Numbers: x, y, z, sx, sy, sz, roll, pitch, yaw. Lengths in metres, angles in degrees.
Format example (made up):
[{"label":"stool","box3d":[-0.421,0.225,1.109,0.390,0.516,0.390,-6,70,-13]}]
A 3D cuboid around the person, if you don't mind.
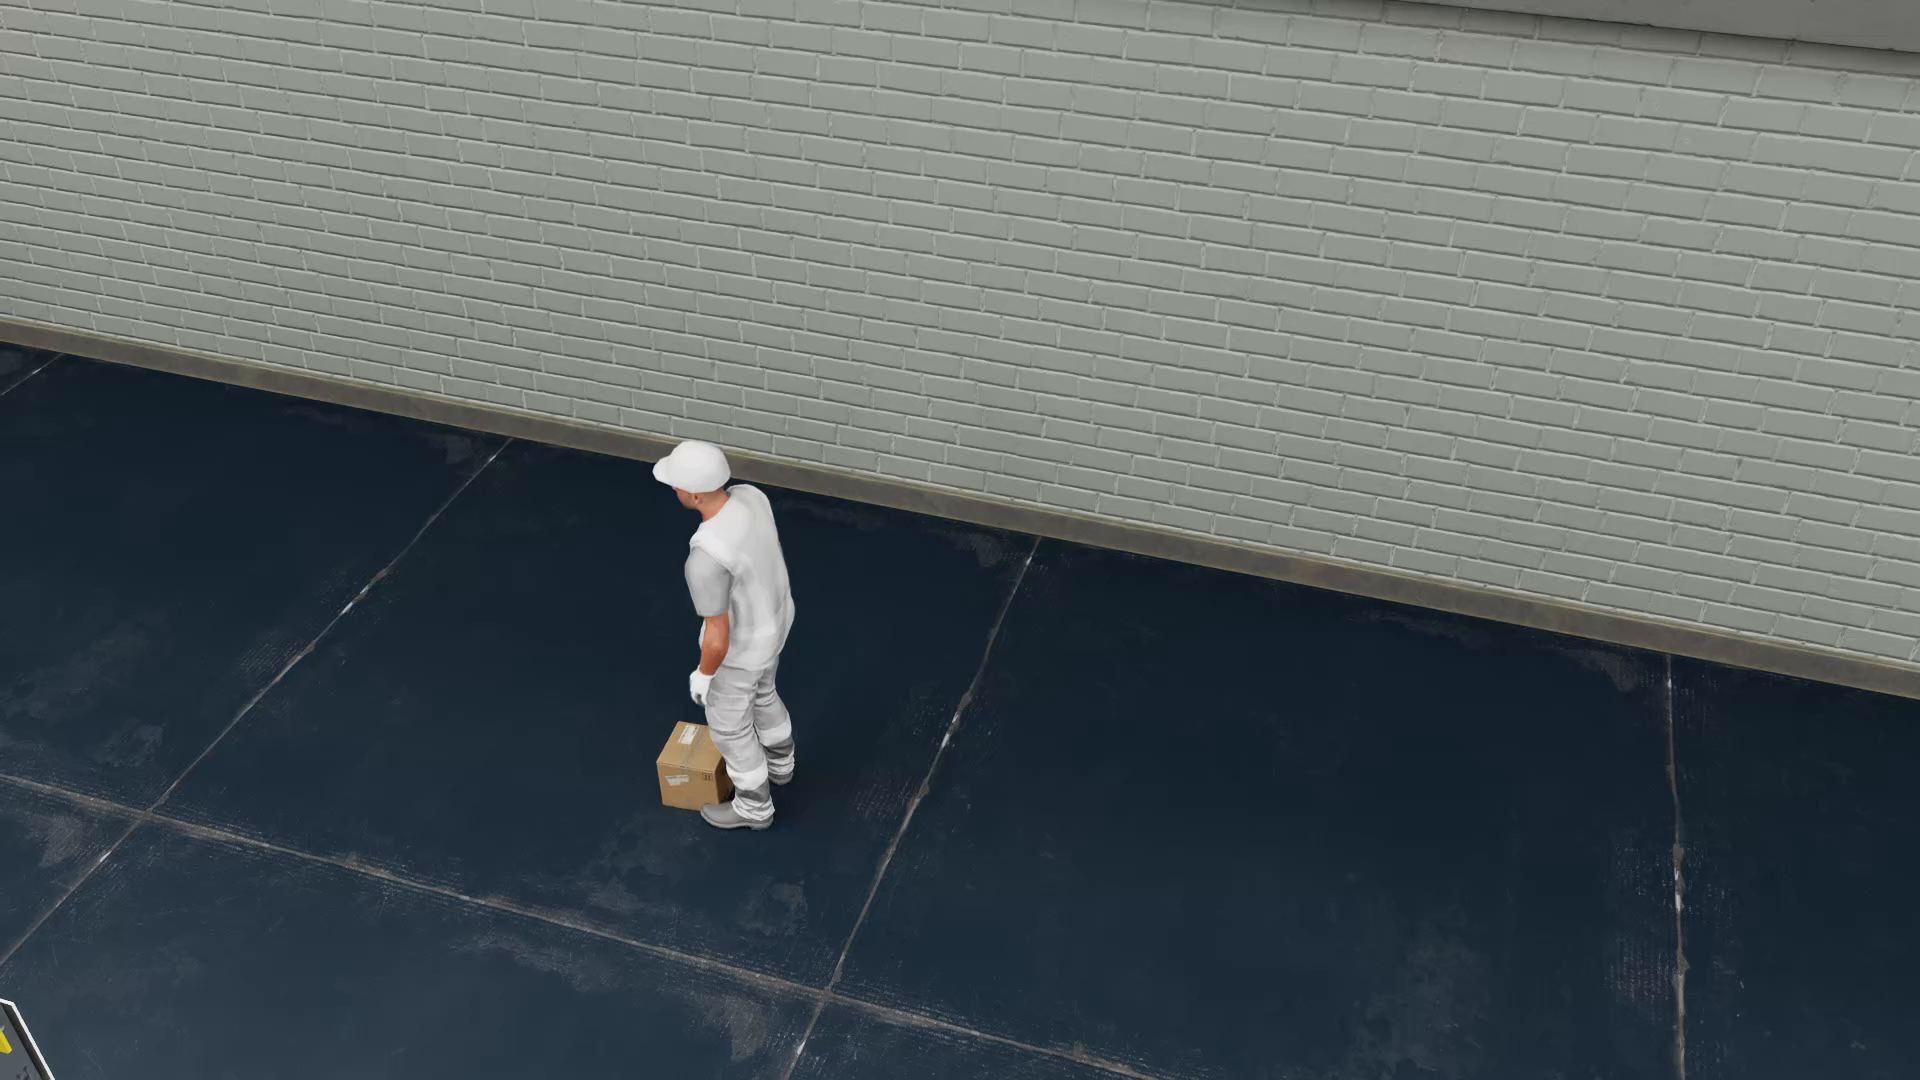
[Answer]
[{"label":"person","box3d":[-0.868,0.373,6.380,0.454,1.779,0.609,10,38,14]}]
